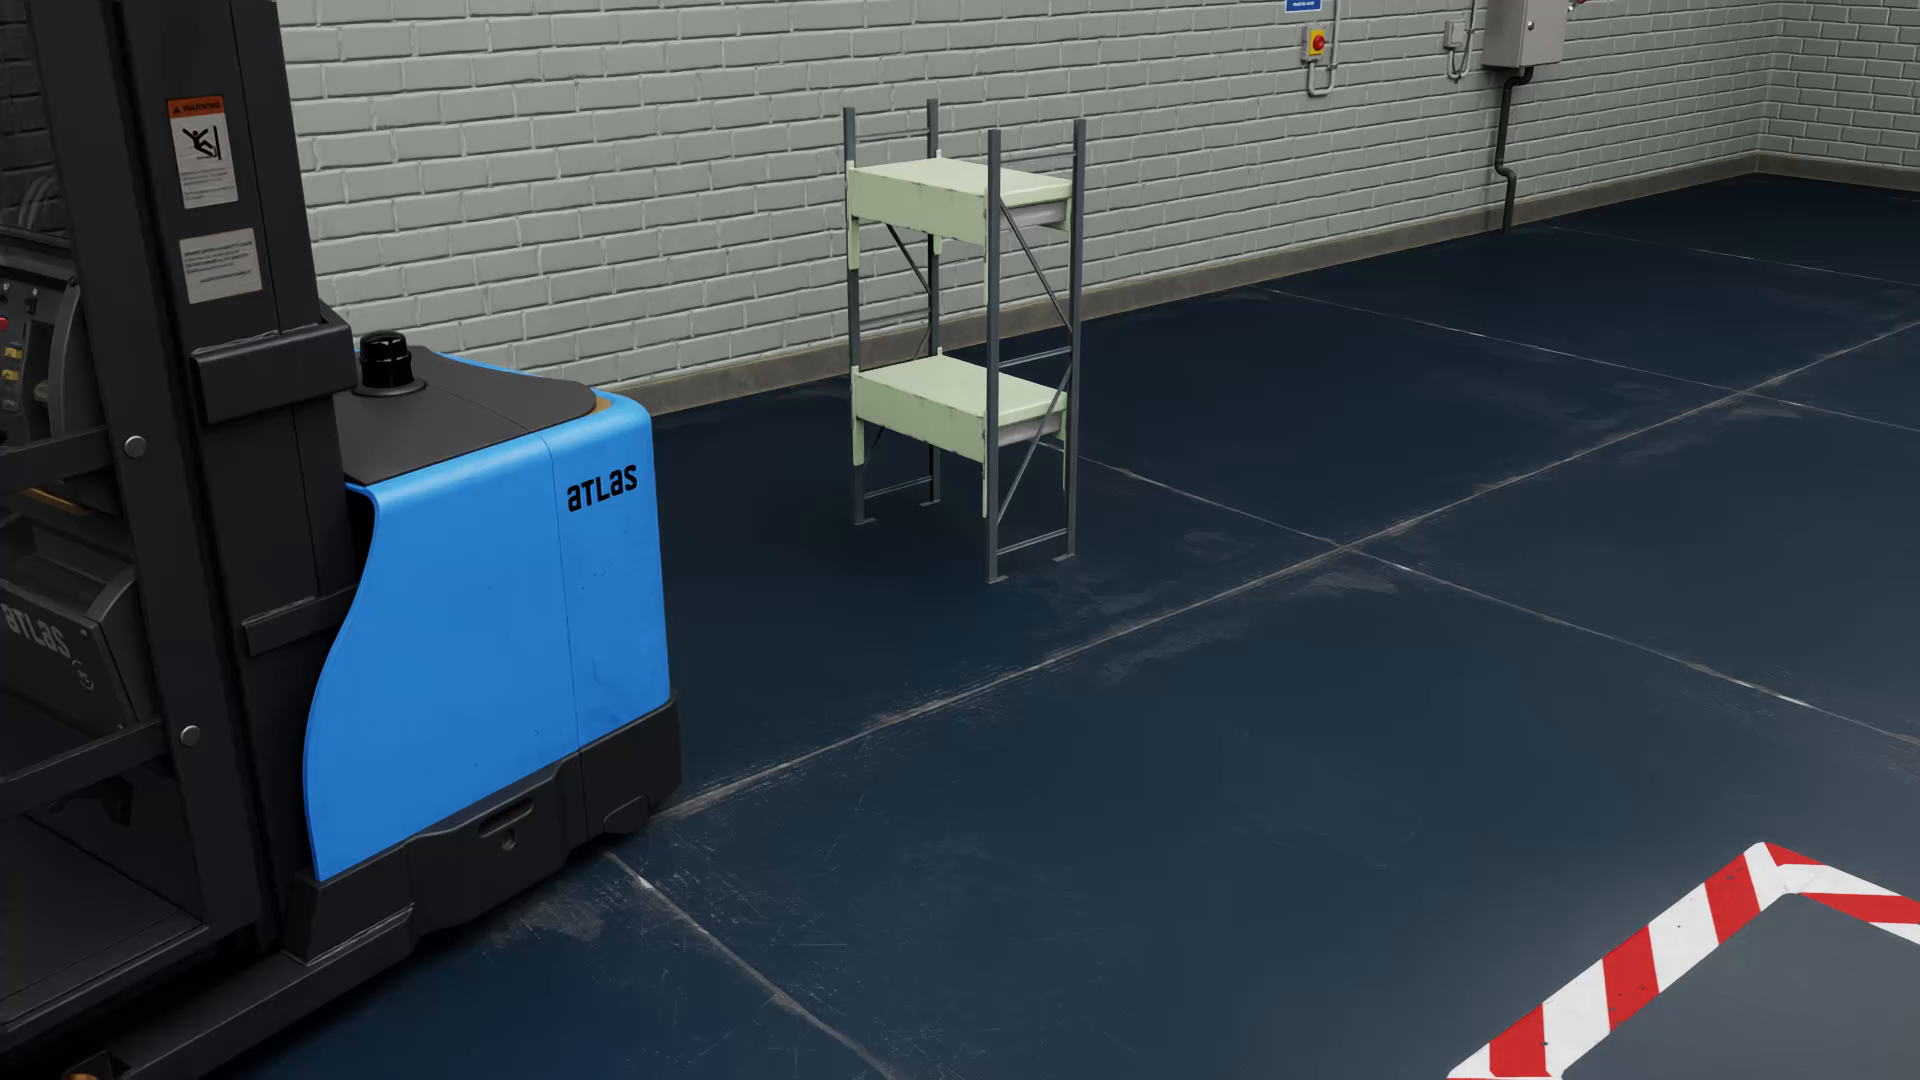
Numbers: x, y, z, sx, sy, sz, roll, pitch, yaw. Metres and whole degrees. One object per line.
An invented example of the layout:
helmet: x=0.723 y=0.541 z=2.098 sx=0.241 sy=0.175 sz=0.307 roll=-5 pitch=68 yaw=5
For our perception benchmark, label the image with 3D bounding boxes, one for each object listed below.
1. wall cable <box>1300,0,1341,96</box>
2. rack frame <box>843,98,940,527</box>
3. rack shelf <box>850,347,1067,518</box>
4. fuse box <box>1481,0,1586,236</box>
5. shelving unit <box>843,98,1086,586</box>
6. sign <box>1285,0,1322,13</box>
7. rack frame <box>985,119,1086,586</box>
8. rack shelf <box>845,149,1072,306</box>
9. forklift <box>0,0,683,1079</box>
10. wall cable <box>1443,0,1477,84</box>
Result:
wall cable: x=2.044 y=-3.487 z=9.337 sx=0.585 sy=1.953 sz=0.123 roll=-17 pitch=27 yaw=-37
rack frame: x=-0.235 y=-0.798 z=5.964 sx=0.400 sy=1.500 sz=0.023 roll=-17 pitch=27 yaw=-37
rack shelf: x=0.004 y=-0.393 z=5.825 sx=0.431 sy=0.370 sz=0.720 roll=-17 pitch=27 yaw=-37
fuse box: x=3.731 y=-2.859 z=10.937 sx=0.539 sy=1.711 sz=0.414 roll=-17 pitch=27 yaw=-37
shelving unit: x=0.004 y=-0.697 z=5.706 sx=0.431 sy=1.500 sz=0.755 roll=-17 pitch=27 yaw=-37
sign: x=1.967 y=-3.130 z=9.493 sx=0.327 sy=0.218 sz=0.001 roll=-17 pitch=27 yaw=-37
rack frame: x=0.243 y=-0.595 z=5.448 sx=0.400 sy=1.500 sz=0.023 roll=-17 pitch=27 yaw=-37
rack shelf: x=0.004 y=-1.060 z=5.563 sx=0.431 sy=0.370 sz=0.720 roll=-17 pitch=27 yaw=-37
forklift: x=-1.972 y=-0.356 z=2.874 sx=1.130 sy=2.935 sz=3.031 roll=15 pitch=26 yaw=33
wall cable: x=3.111 y=-3.813 z=10.213 sx=0.588 sy=1.984 sz=0.122 roll=-17 pitch=27 yaw=-37
